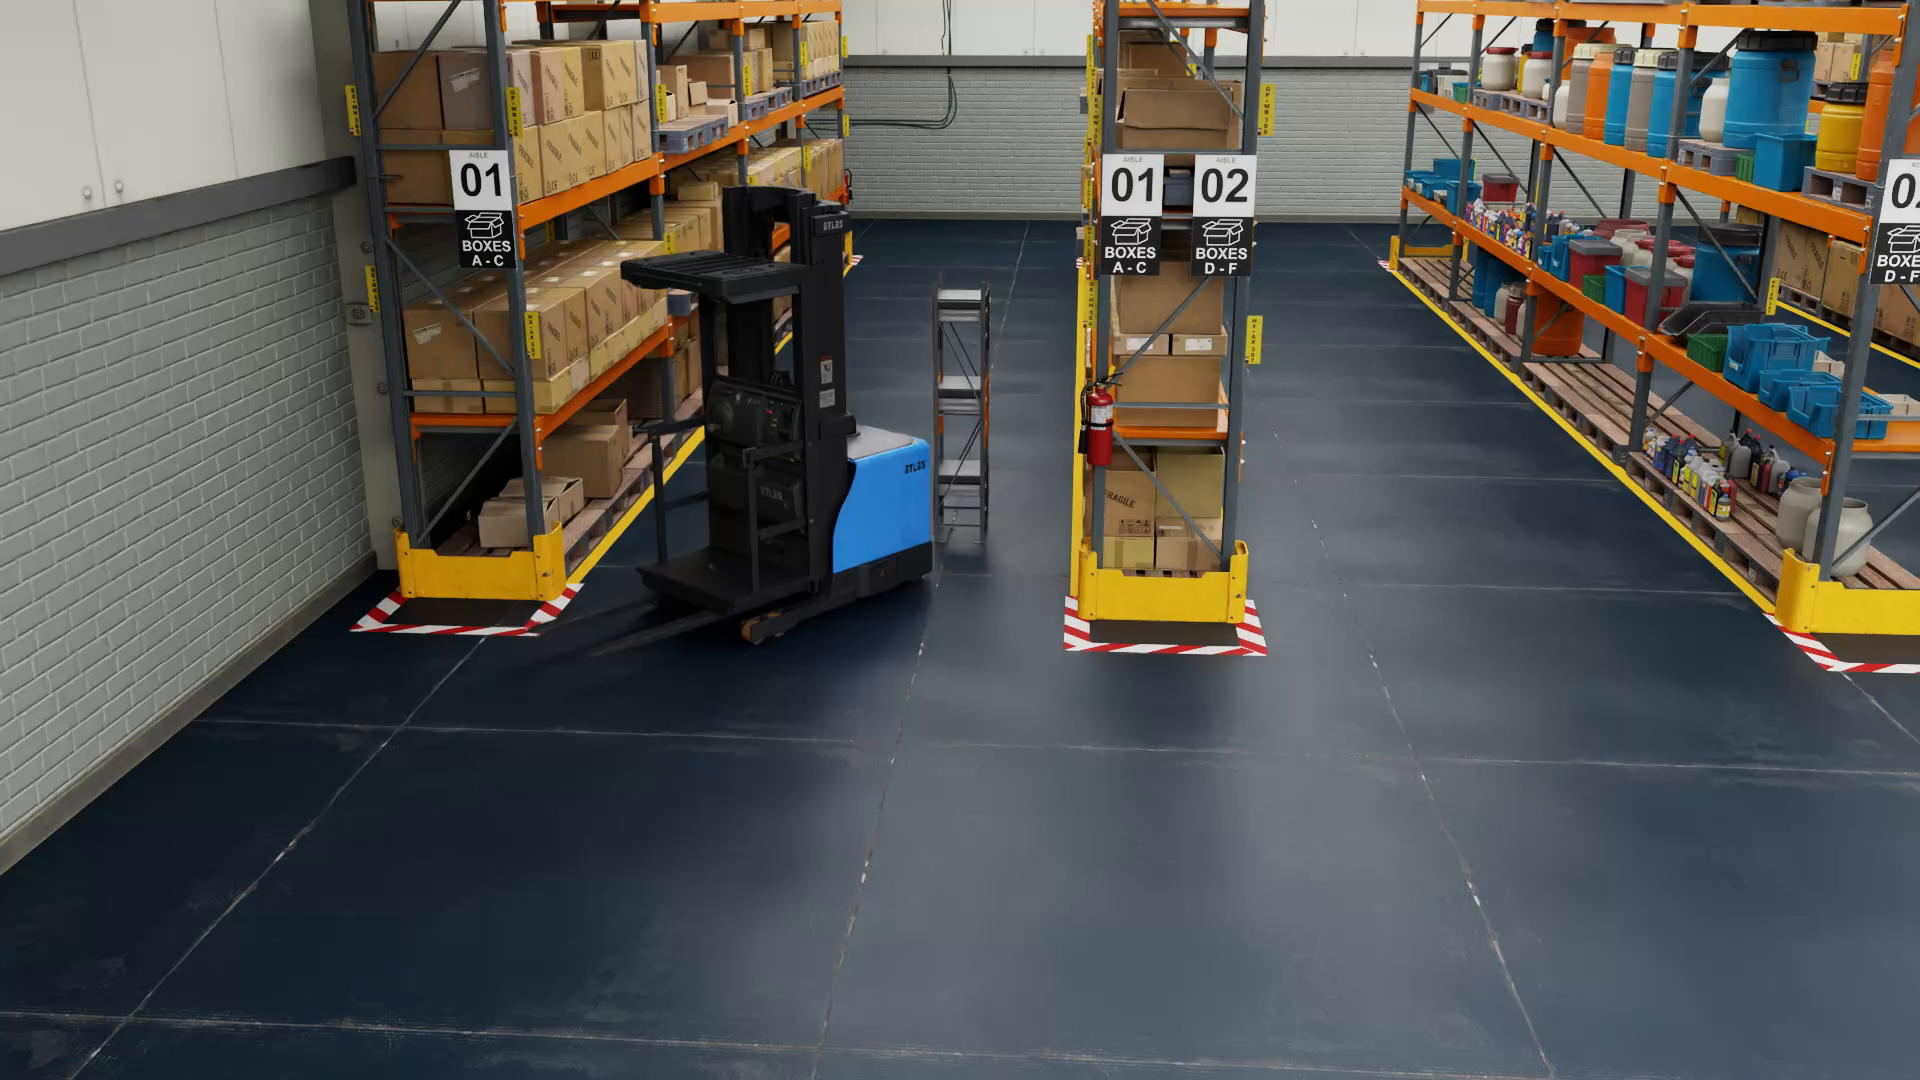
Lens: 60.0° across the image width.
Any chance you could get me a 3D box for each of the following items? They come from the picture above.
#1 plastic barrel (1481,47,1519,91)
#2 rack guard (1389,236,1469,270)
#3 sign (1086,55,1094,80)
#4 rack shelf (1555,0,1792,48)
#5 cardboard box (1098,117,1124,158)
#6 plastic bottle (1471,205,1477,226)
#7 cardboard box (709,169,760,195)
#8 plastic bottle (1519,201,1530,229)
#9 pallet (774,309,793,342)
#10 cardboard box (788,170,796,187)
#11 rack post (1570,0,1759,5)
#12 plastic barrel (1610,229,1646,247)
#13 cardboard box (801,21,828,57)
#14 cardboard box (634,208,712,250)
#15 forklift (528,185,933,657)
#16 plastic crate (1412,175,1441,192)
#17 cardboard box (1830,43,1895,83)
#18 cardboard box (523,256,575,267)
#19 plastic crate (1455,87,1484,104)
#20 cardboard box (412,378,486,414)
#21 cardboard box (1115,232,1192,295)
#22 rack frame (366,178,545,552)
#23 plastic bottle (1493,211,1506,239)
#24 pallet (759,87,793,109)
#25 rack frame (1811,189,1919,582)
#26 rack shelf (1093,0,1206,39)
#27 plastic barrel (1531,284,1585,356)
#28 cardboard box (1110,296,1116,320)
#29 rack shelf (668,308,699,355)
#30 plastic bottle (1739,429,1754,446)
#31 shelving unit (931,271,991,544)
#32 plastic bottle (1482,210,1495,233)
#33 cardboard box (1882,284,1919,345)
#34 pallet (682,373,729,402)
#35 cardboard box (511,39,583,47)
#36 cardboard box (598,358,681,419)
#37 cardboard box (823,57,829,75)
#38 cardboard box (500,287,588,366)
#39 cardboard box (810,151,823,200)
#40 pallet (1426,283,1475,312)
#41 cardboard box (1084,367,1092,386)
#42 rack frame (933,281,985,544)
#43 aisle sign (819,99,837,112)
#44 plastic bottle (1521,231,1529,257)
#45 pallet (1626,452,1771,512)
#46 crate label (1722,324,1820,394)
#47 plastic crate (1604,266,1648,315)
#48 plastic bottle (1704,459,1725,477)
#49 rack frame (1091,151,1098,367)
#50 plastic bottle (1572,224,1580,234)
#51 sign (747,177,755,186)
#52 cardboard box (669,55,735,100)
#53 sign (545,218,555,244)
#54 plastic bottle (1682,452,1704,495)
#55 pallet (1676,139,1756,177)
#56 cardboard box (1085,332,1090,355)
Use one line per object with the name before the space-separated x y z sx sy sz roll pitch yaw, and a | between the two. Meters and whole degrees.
plastic barrel | 6.939 -6.061 21.394 0.433 0.535 0.433 0 18 0
rack guard | 7.503 -4.592 26.633 1.175 0.500 0.348 1 18 4
sign | 1.745 -6.322 22.252 0.100 0.325 0.005 1 18 4
rack shelf | 6.797 -4.985 15.982 1.077 0.370 4.000 1 18 4
cardboard box | 1.246 -2.898 11.974 0.500 0.250 0.500 1 18 4
plastic bottle | 6.769 -4.256 21.801 0.097 0.271 0.097 0 18 0
cardboard box | -2.649 -4.207 19.571 0.500 0.250 0.500 2 18 5
plastic bottle | 7.344 -4.216 21.553 0.144 0.351 0.185 1 18 4
pallet | -2.719 -2.804 21.642 1.003 0.211 1.213 1 18 4
cardboard box | -2.463 -4.641 22.100 0.500 0.500 0.500 1 18 4
rack post | 6.709 -5.604 15.753 1.013 1.000 3.121 1 18 4
plastic barrel | 7.080 -3.016 17.631 0.421 0.512 0.421 0 18 0
cardboard box | -2.224 -7.400 24.573 0.500 0.500 0.500 0 18 1
cardboard box | -3.032 -3.231 17.600 0.700 0.500 0.500 1 18 4
forklift | -1.570 -0.865 11.355 1.130 2.935 3.031 16 24 40
plastic crate | 7.120 -5.447 25.402 0.416 0.233 0.300 1 18 4
cardboard box | 12.163 -6.383 22.274 0.700 0.500 0.500 0 18 1
cardboard box | -3.552 -2.104 14.031 0.500 0.500 0.500 2 18 5
plastic crate | 6.956 -5.993 22.417 0.450 0.188 0.662 1 18 4
cardboard box | -3.675 -1.111 12.206 0.500 0.250 0.500 2 18 5
cardboard box | 1.544 -2.059 12.647 0.700 0.500 0.500 1 18 4
rack frame | -3.515 -1.024 11.730 1.000 3.000 0.127 1 18 4
plastic bottle | 6.701 -3.901 20.591 0.144 0.351 0.185 1 18 4
pallet | -2.671 -5.799 21.794 0.805 0.209 1.217 1 18 2
rack frame | 6.367 -0.803 11.055 1.000 3.000 0.127 1 18 4
rack shelf | 1.857 -5.097 16.323 1.077 0.370 4.000 1 18 4
plastic barrel | 6.958 -2.608 19.375 0.600 0.830 0.708 1 18 4
cardboard box | 1.355 -1.795 12.882 0.380 0.149 0.250 2 18 5
rack shelf | -3.085 -2.545 17.529 1.077 0.370 4.000 1 18 4
plastic bottle | 6.895 -0.789 14.560 0.144 0.351 0.185 1 18 2
shelving unit | 0.012 -1.049 13.253 0.431 2.100 0.503 1 18 4
plastic bottle | 6.747 -4.048 21.158 0.152 0.276 0.135 1 18 4
cardboard box | 12.022 -2.857 20.063 1.225 0.875 0.875 1 18 4
pallet | -3.089 -1.563 17.853 1.003 0.211 1.213 1 18 4
cardboard box | -3.548 -4.078 14.435 0.500 0.500 0.500 2 18 5
cardboard box | -3.192 -1.516 16.541 0.700 0.500 0.500 2 18 6
cardboard box | -2.224 -7.037 24.671 0.500 0.250 0.500 1 18 2
cardboard box | -3.135 -1.613 12.533 0.500 0.500 0.500 1 18 4
cardboard box | -2.542 -5.288 24.262 0.980 0.700 0.700 1 18 3
pallet | 7.241 -3.434 23.563 1.003 0.211 1.213 1 18 4
cardboard box | 1.368 -1.269 15.015 0.500 0.500 0.500 1 18 4
rack frame | -0.006 -0.973 13.022 0.400 2.100 0.015 1 18 4
aisle sign | -2.063 -7.244 26.538 0.394 0.787 0.004 1 18 4
plastic bottle | 6.560 -3.439 19.287 0.061 0.283 0.133 1 18 4
pallet | 6.564 -0.512 14.647 1.003 0.211 1.213 1 18 4
crate label | 6.229 -1.397 12.812 0.502 0.435 0.616 1 18 4
plastic crate | 6.422 -2.387 15.916 0.392 0.384 0.575 1 18 4
plastic bottle | 6.287 -0.532 13.897 0.152 0.276 0.135 1 18 4
rack frame | 1.713 -2.157 15.187 1.000 3.000 0.127 1 18 4
plastic bottle | 7.389 -3.645 19.938 0.097 0.271 0.097 0 18 0
sign | -2.399 -4.012 19.117 0.100 0.325 0.005 1 18 4
cardboard box | -2.964 -5.339 19.216 0.700 0.500 0.500 0 18 0
sign | -3.782 -2.827 15.375 0.100 0.325 0.005 1 18 4
plastic bottle | 6.138 -0.563 13.872 0.144 0.351 0.185 1 18 3
pallet | 6.699 -3.154 13.718 1.213 0.211 1.003 1 18 4
cardboard box | 1.601 -2.081 17.796 0.500 0.311 0.500 1 18 2
